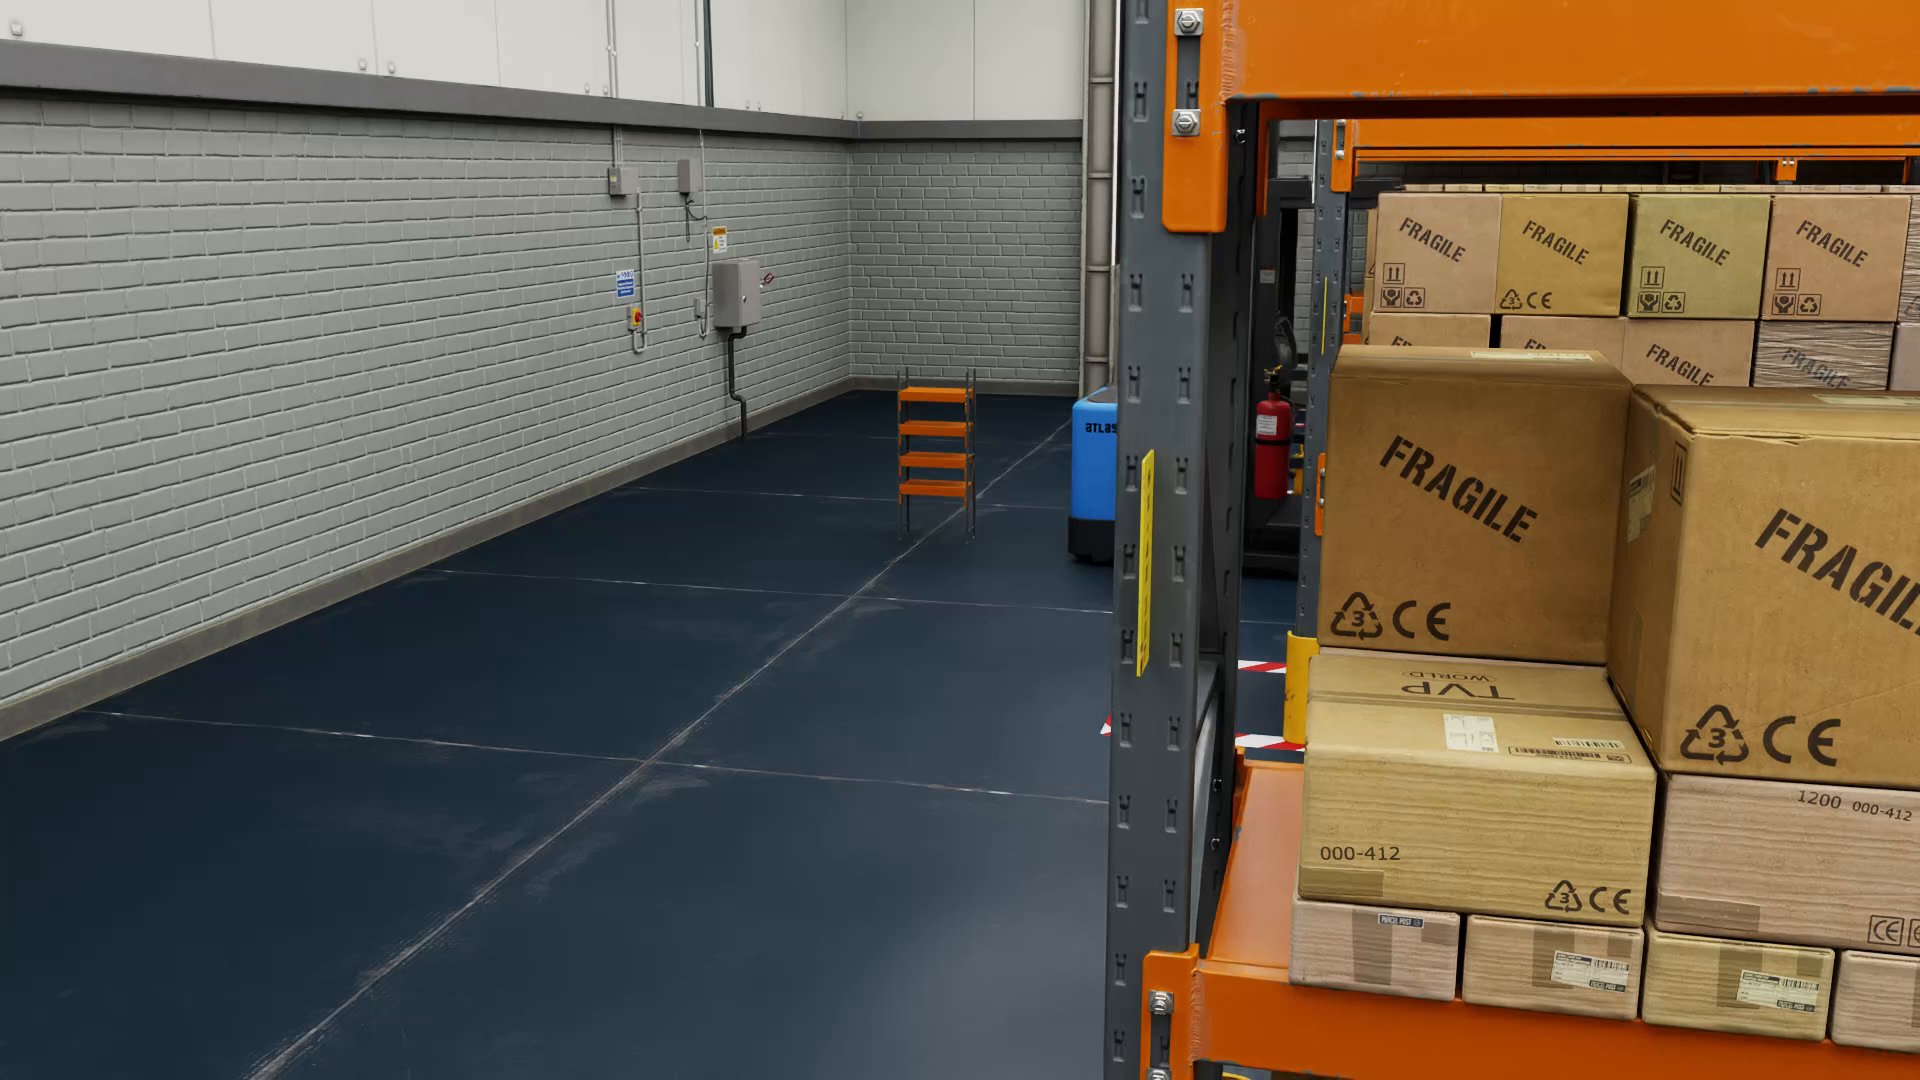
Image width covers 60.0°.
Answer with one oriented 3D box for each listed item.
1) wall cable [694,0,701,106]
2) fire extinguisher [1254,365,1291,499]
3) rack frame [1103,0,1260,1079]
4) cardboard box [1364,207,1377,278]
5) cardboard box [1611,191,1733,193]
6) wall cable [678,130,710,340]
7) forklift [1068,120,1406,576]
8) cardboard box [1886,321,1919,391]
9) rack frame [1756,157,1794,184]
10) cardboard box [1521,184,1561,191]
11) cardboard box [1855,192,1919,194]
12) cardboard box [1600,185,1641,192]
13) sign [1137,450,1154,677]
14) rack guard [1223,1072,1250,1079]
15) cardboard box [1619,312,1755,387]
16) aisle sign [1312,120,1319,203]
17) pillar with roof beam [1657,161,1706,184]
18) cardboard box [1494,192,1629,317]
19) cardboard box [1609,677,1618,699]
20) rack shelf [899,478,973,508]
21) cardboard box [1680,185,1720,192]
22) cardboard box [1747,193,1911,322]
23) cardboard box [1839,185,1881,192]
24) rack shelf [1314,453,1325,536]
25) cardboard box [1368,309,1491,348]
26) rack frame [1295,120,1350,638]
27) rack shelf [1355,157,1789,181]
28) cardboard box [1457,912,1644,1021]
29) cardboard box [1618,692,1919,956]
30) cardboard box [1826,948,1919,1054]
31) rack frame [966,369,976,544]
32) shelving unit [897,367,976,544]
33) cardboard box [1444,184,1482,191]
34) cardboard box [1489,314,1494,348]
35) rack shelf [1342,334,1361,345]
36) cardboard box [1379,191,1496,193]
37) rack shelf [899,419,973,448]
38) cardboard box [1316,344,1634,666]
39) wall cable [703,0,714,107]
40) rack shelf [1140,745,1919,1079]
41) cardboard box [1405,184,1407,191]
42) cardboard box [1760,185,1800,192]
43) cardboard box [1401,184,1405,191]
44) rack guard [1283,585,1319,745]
[{"bbox_3d":[-2.618,-5.027,13.617,0.029,3.000,2.355,3,13,14],"label":"wall cable"},{"bbox_3d":[1.567,-0.549,8.320,0.183,0.674,0.296,3,13,14],"label":"fire extinguisher"},{"bbox_3d":[0.415,0.379,3.101,0.053,2.616,0.949,3,13,14],"label":"rack frame"},{"bbox_3d":[3.187,-2.157,11.989,0.500,0.500,0.500,3,13,12],"label":"cardboard box"},{"bbox_3d":[3.204,-1.318,7.521,0.500,0.500,0.500,4,13,16],"label":"cardboard box"},{"bbox_3d":[-2.363,-2.787,15.024,0.122,1.984,0.588,3,13,14],"label":"wall cable"},{"bbox_3d":[2.294,-1.280,10.738,3.031,2.935,1.130,4,13,17],"label":"forklift"},{"bbox_3d":[4.061,-0.664,6.882,0.500,0.500,0.500,3,13,13],"label":"cardboard box"},{"bbox_3d":[7.858,-2.541,16.261,0.127,3.000,1.000,3,13,14],"label":"rack frame"},{"bbox_3d":[4.091,-2.433,11.737,0.250,0.149,0.380,3,13,14],"label":"cardboard box"},{"bbox_3d":[4.216,-1.264,7.279,0.500,0.500,0.500,3,13,14],"label":"cardboard box"},{"bbox_3d":[4.563,-2.392,11.553,0.250,0.149,0.380,3,13,12],"label":"cardboard box"},{"bbox_3d":[0.276,0.035,2.471,0.005,0.325,0.100,3,13,14],"label":"sign"},{"bbox_3d":[0.391,1.599,3.374,0.348,0.500,1.175,3,13,14],"label":"rack guard"},{"bbox_3d":[3.069,-0.720,7.138,0.500,0.500,0.500,3,13,14],"label":"cardboard box"},{"bbox_3d":[1.558,-1.868,7.226,0.004,0.787,0.394,3,13,14],"label":"aisle sign"},{"bbox_3d":[6.367,-4.790,12.548,0.400,9.000,9.100,3,13,14],"label":"pillar with roof beam"},{"bbox_3d":[2.565,-1.236,7.155,0.500,0.500,0.500,3,13,15],"label":"cardboard box"},{"bbox_3d":[1.441,0.303,3.101,0.500,0.250,0.500,3,13,13],"label":"cardboard box"},{"bbox_3d":[-0.161,-0.335,11.700,0.480,0.148,0.258,3,13,14],"label":"rack shelf"},{"bbox_3d":[5.071,-2.379,11.495,0.250,0.149,0.380,3,13,12],"label":"cardboard box"},{"bbox_3d":[3.560,-1.179,6.897,0.500,0.500,0.500,3,13,12],"label":"cardboard box"},{"bbox_3d":[6.067,-2.336,11.301,0.250,0.149,0.380,3,13,15],"label":"cardboard box"},{"bbox_3d":[3.643,-0.203,7.385,4.000,0.370,1.077,3,13,14],"label":"rack shelf"},{"bbox_3d":[2.071,-0.771,7.365,0.500,0.500,0.500,4,13,16],"label":"cardboard box"},{"bbox_3d":[1.701,-0.658,7.775,0.127,3.000,1.000,3,13,14],"label":"rack frame"},{"bbox_3d":[5.916,-3.758,16.481,4.000,0.370,1.077,3,13,14],"label":"rack shelf"},{"bbox_3d":[0.930,0.603,2.670,0.250,0.149,0.380,3,13,13],"label":"cardboard box"},{"bbox_3d":[1.322,0.415,2.598,0.500,0.250,0.500,3,13,13],"label":"cardboard box"},{"bbox_3d":[1.432,0.630,2.551,0.250,0.149,0.380,3,13,13],"label":"cardboard box"},{"bbox_3d":[0.076,-0.582,11.585,0.015,1.200,0.240,3,13,14],"label":"rack frame"},{"bbox_3d":[-0.161,-0.594,11.643,0.503,1.200,0.258,3,13,14],"label":"shelving unit"},{"bbox_3d":[3.564,-2.445,11.792,0.250,0.149,0.380,3,13,15],"label":"cardboard box"},{"bbox_3d":[2.698,-0.855,7.746,0.500,0.500,0.500,3,13,13],"label":"cardboard box"},{"bbox_3d":[4.731,-1.249,12.101,4.000,0.370,1.077,3,13,14],"label":"rack shelf"},{"bbox_3d":[2.205,-1.369,7.753,0.500,0.500,0.500,3,13,12],"label":"cardboard box"},{"bbox_3d":[-0.161,-0.747,11.609,0.480,0.148,0.258,3,13,14],"label":"rack shelf"},{"bbox_3d":[0.951,-0.089,3.136,0.500,0.500,0.500,3,13,14],"label":"cardboard box"},{"bbox_3d":[-1.914,-5.629,16.244,0.133,3.039,2.988,3,13,14],"label":"wall cable"},{"bbox_3d":[2.356,0.835,2.708,4.000,0.370,1.077,3,13,14],"label":"rack shelf"},{"bbox_3d":[3.438,-2.573,12.371,0.250,0.149,0.380,3,13,15],"label":"cardboard box"},{"bbox_3d":[5.577,-2.360,11.410,0.250,0.149,0.380,3,13,13],"label":"cardboard box"},{"bbox_3d":[3.067,-2.481,11.956,0.250,0.149,0.380,3,13,15],"label":"cardboard box"},{"bbox_3d":[1.775,0.566,8.028,0.348,0.500,1.175,3,13,14],"label":"rack guard"}]
